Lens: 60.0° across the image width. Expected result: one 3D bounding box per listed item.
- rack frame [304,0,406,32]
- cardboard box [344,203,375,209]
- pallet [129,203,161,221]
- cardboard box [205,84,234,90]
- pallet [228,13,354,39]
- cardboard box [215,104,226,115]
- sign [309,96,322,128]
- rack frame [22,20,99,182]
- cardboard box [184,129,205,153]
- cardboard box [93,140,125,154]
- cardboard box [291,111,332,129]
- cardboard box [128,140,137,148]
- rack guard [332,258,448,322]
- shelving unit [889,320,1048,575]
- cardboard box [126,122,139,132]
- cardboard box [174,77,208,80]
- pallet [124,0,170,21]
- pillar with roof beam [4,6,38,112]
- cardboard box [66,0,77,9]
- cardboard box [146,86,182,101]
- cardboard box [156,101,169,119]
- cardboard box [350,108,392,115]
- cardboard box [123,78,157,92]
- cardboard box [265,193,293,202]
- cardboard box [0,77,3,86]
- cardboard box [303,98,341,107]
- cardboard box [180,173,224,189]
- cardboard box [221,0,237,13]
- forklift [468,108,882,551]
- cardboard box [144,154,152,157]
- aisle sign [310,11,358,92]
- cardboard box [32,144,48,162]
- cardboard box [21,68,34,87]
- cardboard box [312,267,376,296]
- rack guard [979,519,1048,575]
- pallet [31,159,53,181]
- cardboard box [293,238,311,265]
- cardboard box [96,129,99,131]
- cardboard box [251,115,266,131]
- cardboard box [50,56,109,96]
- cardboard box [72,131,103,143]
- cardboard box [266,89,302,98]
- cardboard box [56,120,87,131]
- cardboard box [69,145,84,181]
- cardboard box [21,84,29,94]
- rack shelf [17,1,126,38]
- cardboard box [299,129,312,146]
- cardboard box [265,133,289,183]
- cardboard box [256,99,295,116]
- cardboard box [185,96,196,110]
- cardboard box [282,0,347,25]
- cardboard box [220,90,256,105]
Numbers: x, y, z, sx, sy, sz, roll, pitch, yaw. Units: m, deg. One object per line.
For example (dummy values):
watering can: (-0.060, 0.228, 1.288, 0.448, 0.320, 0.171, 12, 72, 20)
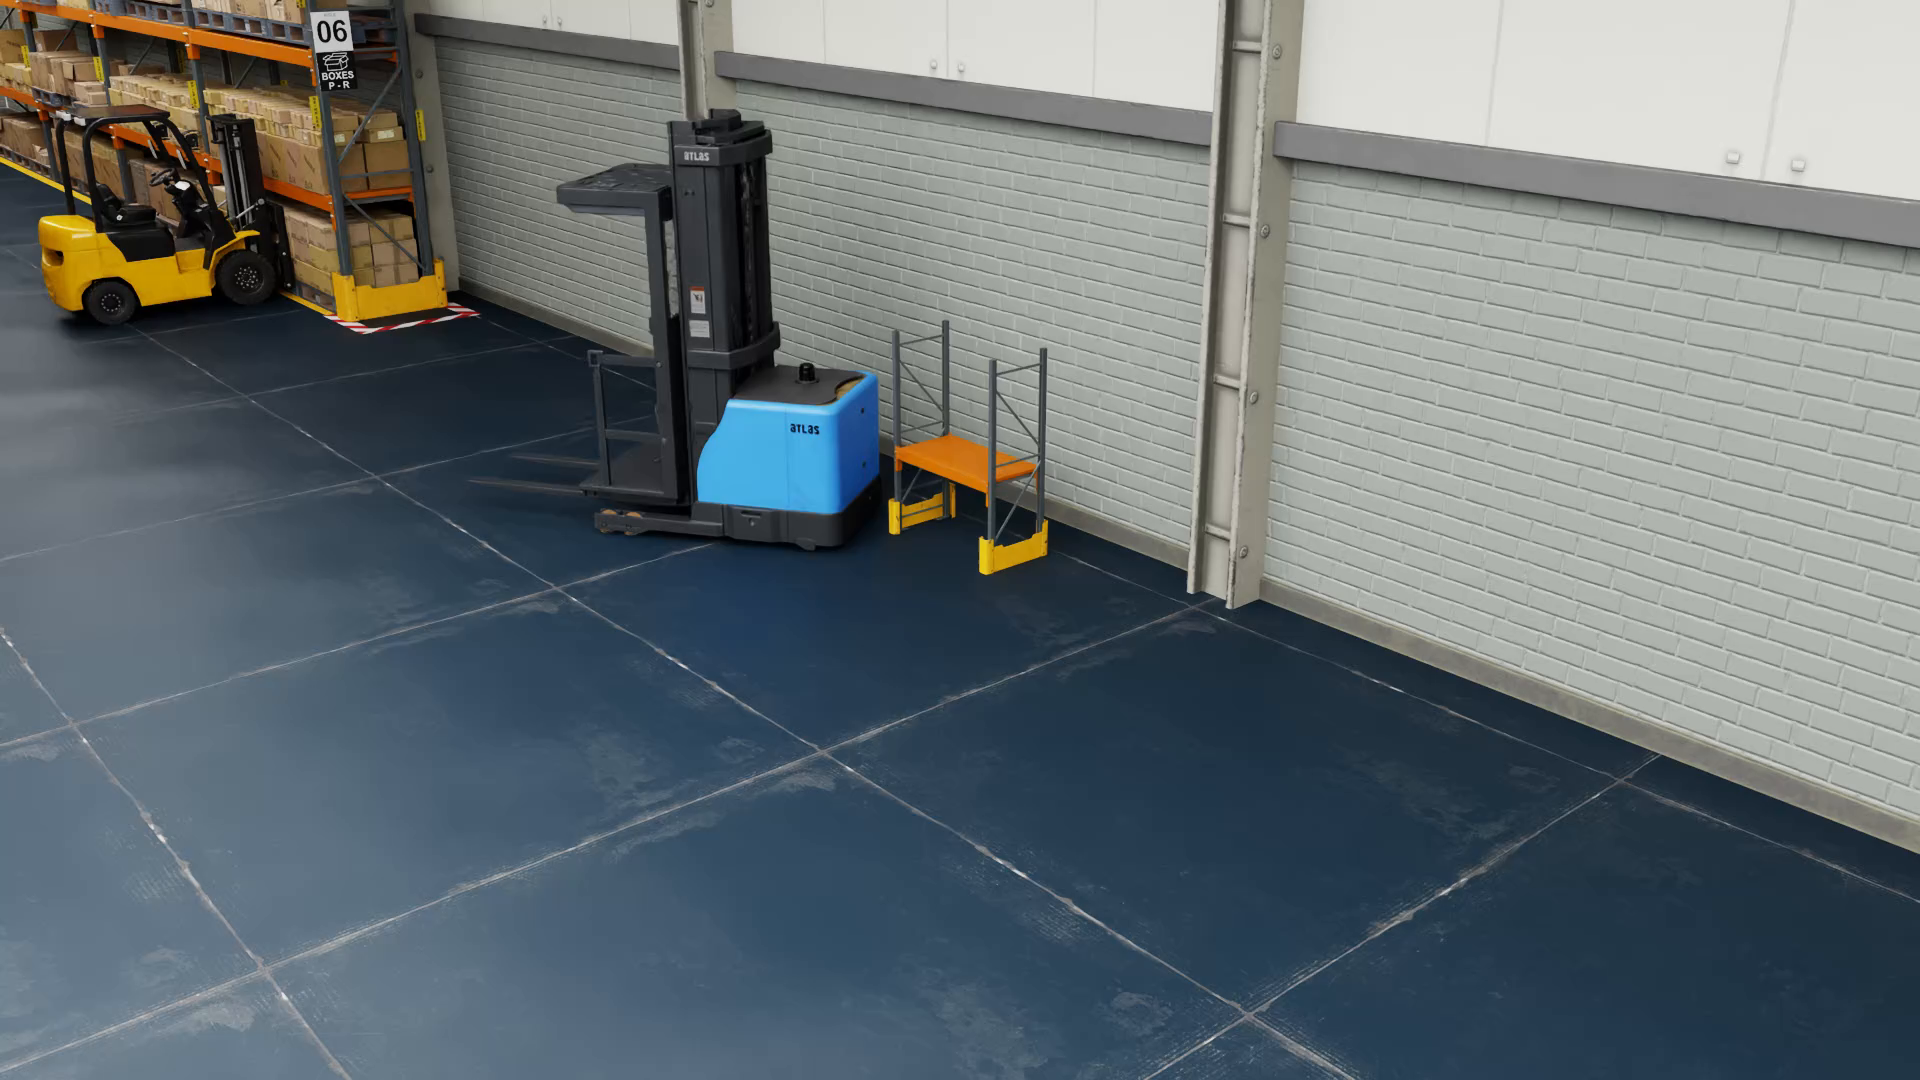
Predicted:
rack frame: (-6.305, -6.737, 16.845, 1.000, 3.000, 0.127, -17, 27, -37)
cardboard box: (-7.122, -3.780, 19.345, 0.500, 0.250, 0.500, -18, 27, -38)
pallet: (-11.019, -4.619, 23.486, 1.003, 0.211, 1.213, -17, 27, -37)
cardboard box: (-9.775, -5.910, 21.934, 0.380, 0.149, 0.250, -18, 27, -38)
pallet: (-7.547, -5.838, 18.784, 1.003, 0.211, 1.213, -17, 27, -37)
cardboard box: (-8.737, -5.175, 20.058, 0.380, 0.149, 0.250, -17, 27, -36)
sign: (-6.725, -4.467, 17.365, 0.100, 0.325, 0.005, -17, 27, -37)
rack frame: (-14.138, -7.259, 26.404, 1.000, 3.000, 0.127, -17, 27, -37)
cardboard box: (-9.443, -5.056, 20.984, 0.500, 0.250, 0.500, -17, 27, -36)
cardboard box: (-12.682, -5.867, 24.813, 0.380, 0.149, 0.250, -18, 28, -38)
cardboard box: (-7.074, -4.606, 18.196, 0.380, 0.149, 0.250, -17, 27, -36)
cardboard box: (-12.322, -5.993, 25.134, 0.380, 0.149, 0.250, -18, 28, -39)
rack guard: (-6.289, -2.773, 18.378, 1.175, 0.500, 0.348, -17, 27, -37)
shelving unit: (0.050, -0.677, 11.657, 0.587, 1.500, 1.083, -17, 27, -37)
cardboard box: (-11.098, -5.763, 22.790, 0.500, 0.250, 0.500, -18, 28, -39)
cardboard box: (-10.570, -6.278, 22.872, 0.380, 0.149, 0.250, -18, 28, -38)
pallet: (-10.284, -6.988, 21.858, 1.003, 0.211, 1.213, -16, 26, -35)
pillar with roof beam: (-21.087, -11.092, 27.965, 9.100, 9.000, 0.400, -17, 27, -37)
cardboard box: (-12.375, -7.703, 23.631, 0.500, 0.250, 0.500, -17, 27, -37)
cardboard box: (-10.395, -5.839, 21.753, 0.380, 0.149, 0.250, -18, 28, -39)
cardboard box: (-10.101, -5.569, 21.610, 0.500, 0.250, 0.500, -17, 27, -36)
cardboard box: (-6.488, -4.662, 18.341, 0.380, 0.149, 0.250, -16, 27, -36)
cardboard box: (-11.180, -6.206, 22.689, 0.380, 0.149, 0.250, -17, 27, -36)
cardboard box: (-8.178, -3.943, 19.760, 0.500, 0.250, 0.500, -16, 27, -36)
cardboard box: (-15.939, -7.723, 27.934, 0.380, 0.149, 0.250, -18, 28, -39)
cardboard box: (-7.350, -5.008, 19.223, 0.380, 0.149, 0.250, -17, 27, -37)
cardboard box: (-9.766, -4.496, 22.030, 0.875, 0.625, 0.625, -18, 28, -38)
cardboard box: (-8.177, -6.142, 18.912, 0.396, 0.266, 0.258, -18, 28, -39)
forklift: (-2.162, -1.574, 11.984, 3.031, 2.935, 1.130, 6, 22, 14)
cardboard box: (-11.895, -5.509, 24.787, 0.500, 0.500, 0.500, -17, 27, -37)
aisle sign: (-6.485, -5.066, 17.240, 0.394, 0.787, 0.004, -17, 27, -37)
cardboard box: (-14.957, -6.364, 27.292, 0.396, 0.266, 0.258, -16, 27, -36)
cardboard box: (-14.655, -7.410, 26.588, 0.500, 0.250, 0.500, -17, 27, -36)
cardboard box: (-6.851, -2.913, 18.503, 0.500, 0.250, 0.500, -17, 27, -37)
rack guard: (0.375, 0.042, 11.533, 0.587, 0.250, 0.087, -17, 27, -37)
pallet: (-14.585, -6.150, 27.397, 1.003, 0.211, 1.213, -17, 27, -37)
cardboard box: (-7.179, -3.293, 18.786, 0.500, 0.250, 0.500, -18, 28, -38)
cardboard box: (-13.503, -6.488, 26.398, 0.380, 0.149, 0.250, -17, 27, -37)
cardboard box: (-7.913, -4.814, 19.137, 0.380, 0.149, 0.250, -18, 28, -38)
cardboard box: (-13.141, -6.954, 24.913, 0.700, 0.500, 0.500, -18, 27, -38)
cardboard box: (-13.501, -6.231, 25.742, 0.380, 0.149, 0.250, -18, 28, -38)
cardboard box: (-8.163, -5.370, 20.148, 0.380, 0.149, 0.250, -18, 28, -38)
cardboard box: (-13.899, -6.508, 26.042, 0.380, 0.149, 0.250, -19, 28, -40)
cardboard box: (-13.315, -5.819, 25.581, 0.500, 0.500, 0.500, -18, 28, -39)
cardboard box: (-14.912, -7.303, 26.860, 0.380, 0.149, 0.250, -17, 27, -36)
rack shelf: (-12.832, -7.768, 24.577, 1.077, 0.370, 4.000, -17, 27, -37)
cardboard box: (-6.933, -4.385, 18.039, 0.380, 0.149, 0.250, -17, 27, -37)
cardboard box: (-7.491, -4.350, 18.841, 0.500, 0.500, 0.500, -18, 28, -38)
cardboard box: (-7.855, -4.975, 19.139, 0.380, 0.149, 0.250, -17, 27, -37)
cardboard box: (-9.489, -5.506, 20.901, 0.380, 0.149, 0.250, -18, 28, -38)
cardboard box: (-6.778, -5.693, 17.443, 0.500, 0.500, 0.500, -16, 27, -36)
cardboard box: (-8.680, -5.330, 20.046, 0.380, 0.149, 0.250, -17, 27, -37)
